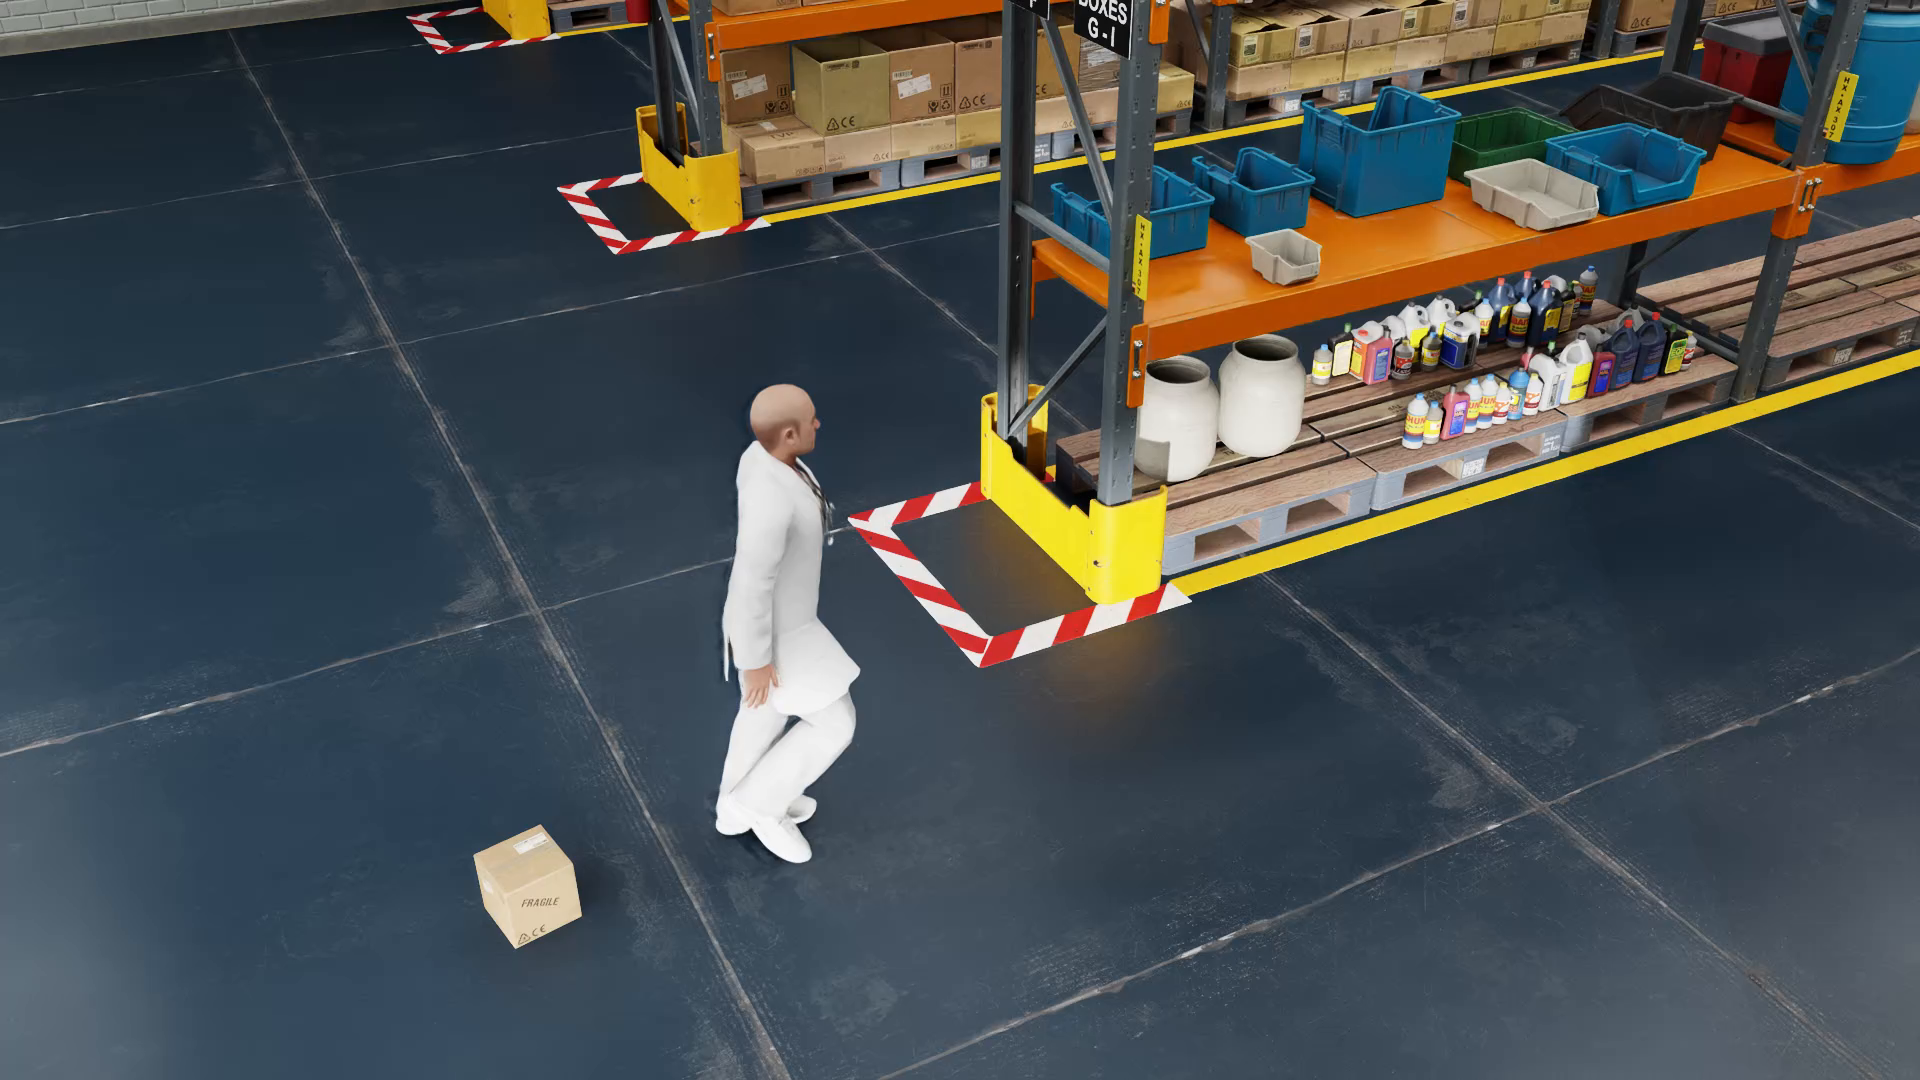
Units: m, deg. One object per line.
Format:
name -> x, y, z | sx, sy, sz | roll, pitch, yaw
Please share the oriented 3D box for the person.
person -> -0.632, 0.288, 5.665 | 0.534, 1.764, 0.610 | -7, 33, -11
